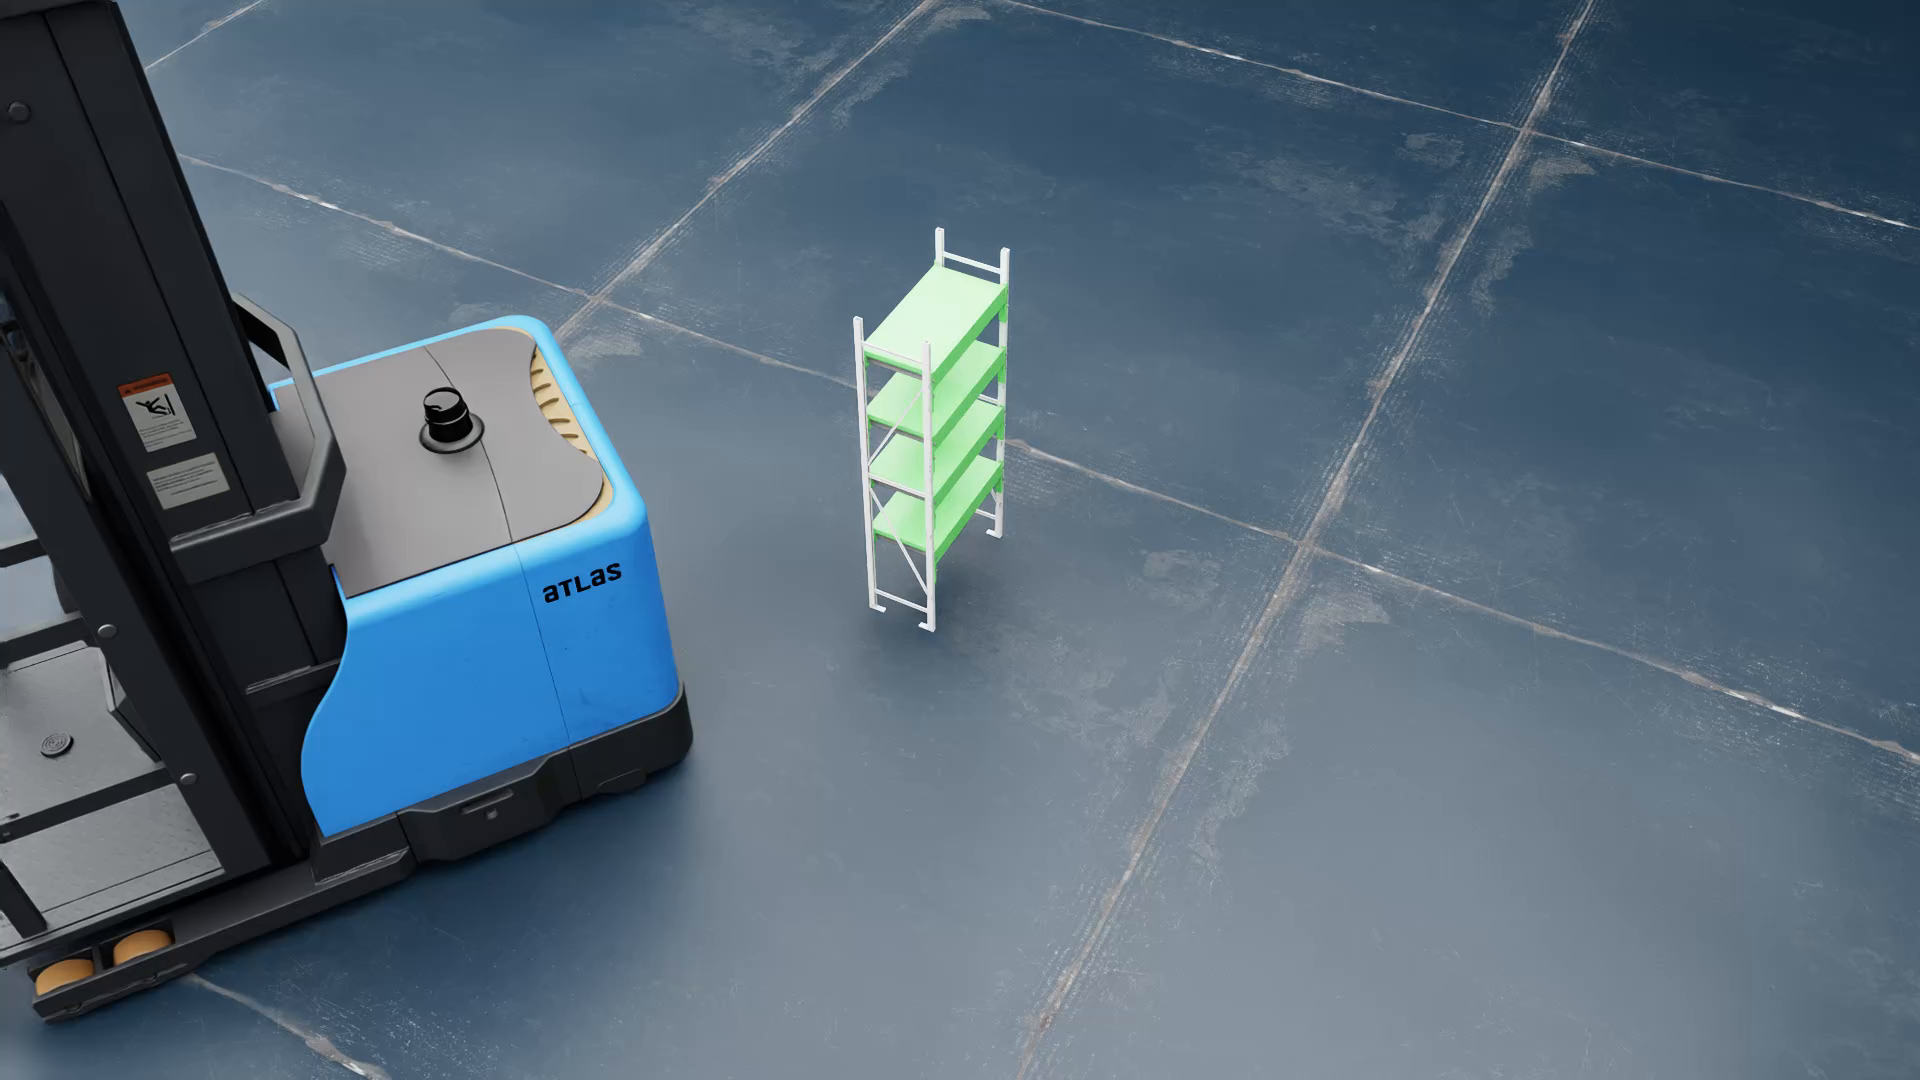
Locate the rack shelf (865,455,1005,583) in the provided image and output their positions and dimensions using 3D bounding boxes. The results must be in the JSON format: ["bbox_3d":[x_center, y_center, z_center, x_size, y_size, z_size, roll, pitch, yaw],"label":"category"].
[{"bbox_3d":[-0.077,-0.104,5.436,0.258,0.148,0.480,20,49,19],"label":"rack shelf"}]

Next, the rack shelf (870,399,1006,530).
[{"bbox_3d":[-0.077,-0.273,5.266,0.258,0.148,0.480,20,49,19],"label":"rack shelf"}]

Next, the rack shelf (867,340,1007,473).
[{"bbox_3d":[-0.077,-0.441,5.095,0.258,0.148,0.480,20,49,19],"label":"rack shelf"}]

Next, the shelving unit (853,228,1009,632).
[{"bbox_3d":[-0.077,-0.317,5.220,0.258,1.200,0.503,20,49,19],"label":"shelving unit"}]

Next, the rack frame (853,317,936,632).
[{"bbox_3d":[-0.190,-0.164,5.068,0.240,1.200,0.015,20,49,19],"label":"rack frame"}]

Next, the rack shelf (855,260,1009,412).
[{"bbox_3d":[-0.077,-0.610,4.924,0.258,0.148,0.480,20,49,19],"label":"rack shelf"}]

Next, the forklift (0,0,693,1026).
[{"bbox_3d":[-2.361,-0.179,3.866,3.031,2.935,1.130,-20,49,-19],"label":"forklift"}]

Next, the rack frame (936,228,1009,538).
[{"bbox_3d":[0.036,-0.471,5.372,0.240,1.200,0.015,20,49,19],"label":"rack frame"}]
